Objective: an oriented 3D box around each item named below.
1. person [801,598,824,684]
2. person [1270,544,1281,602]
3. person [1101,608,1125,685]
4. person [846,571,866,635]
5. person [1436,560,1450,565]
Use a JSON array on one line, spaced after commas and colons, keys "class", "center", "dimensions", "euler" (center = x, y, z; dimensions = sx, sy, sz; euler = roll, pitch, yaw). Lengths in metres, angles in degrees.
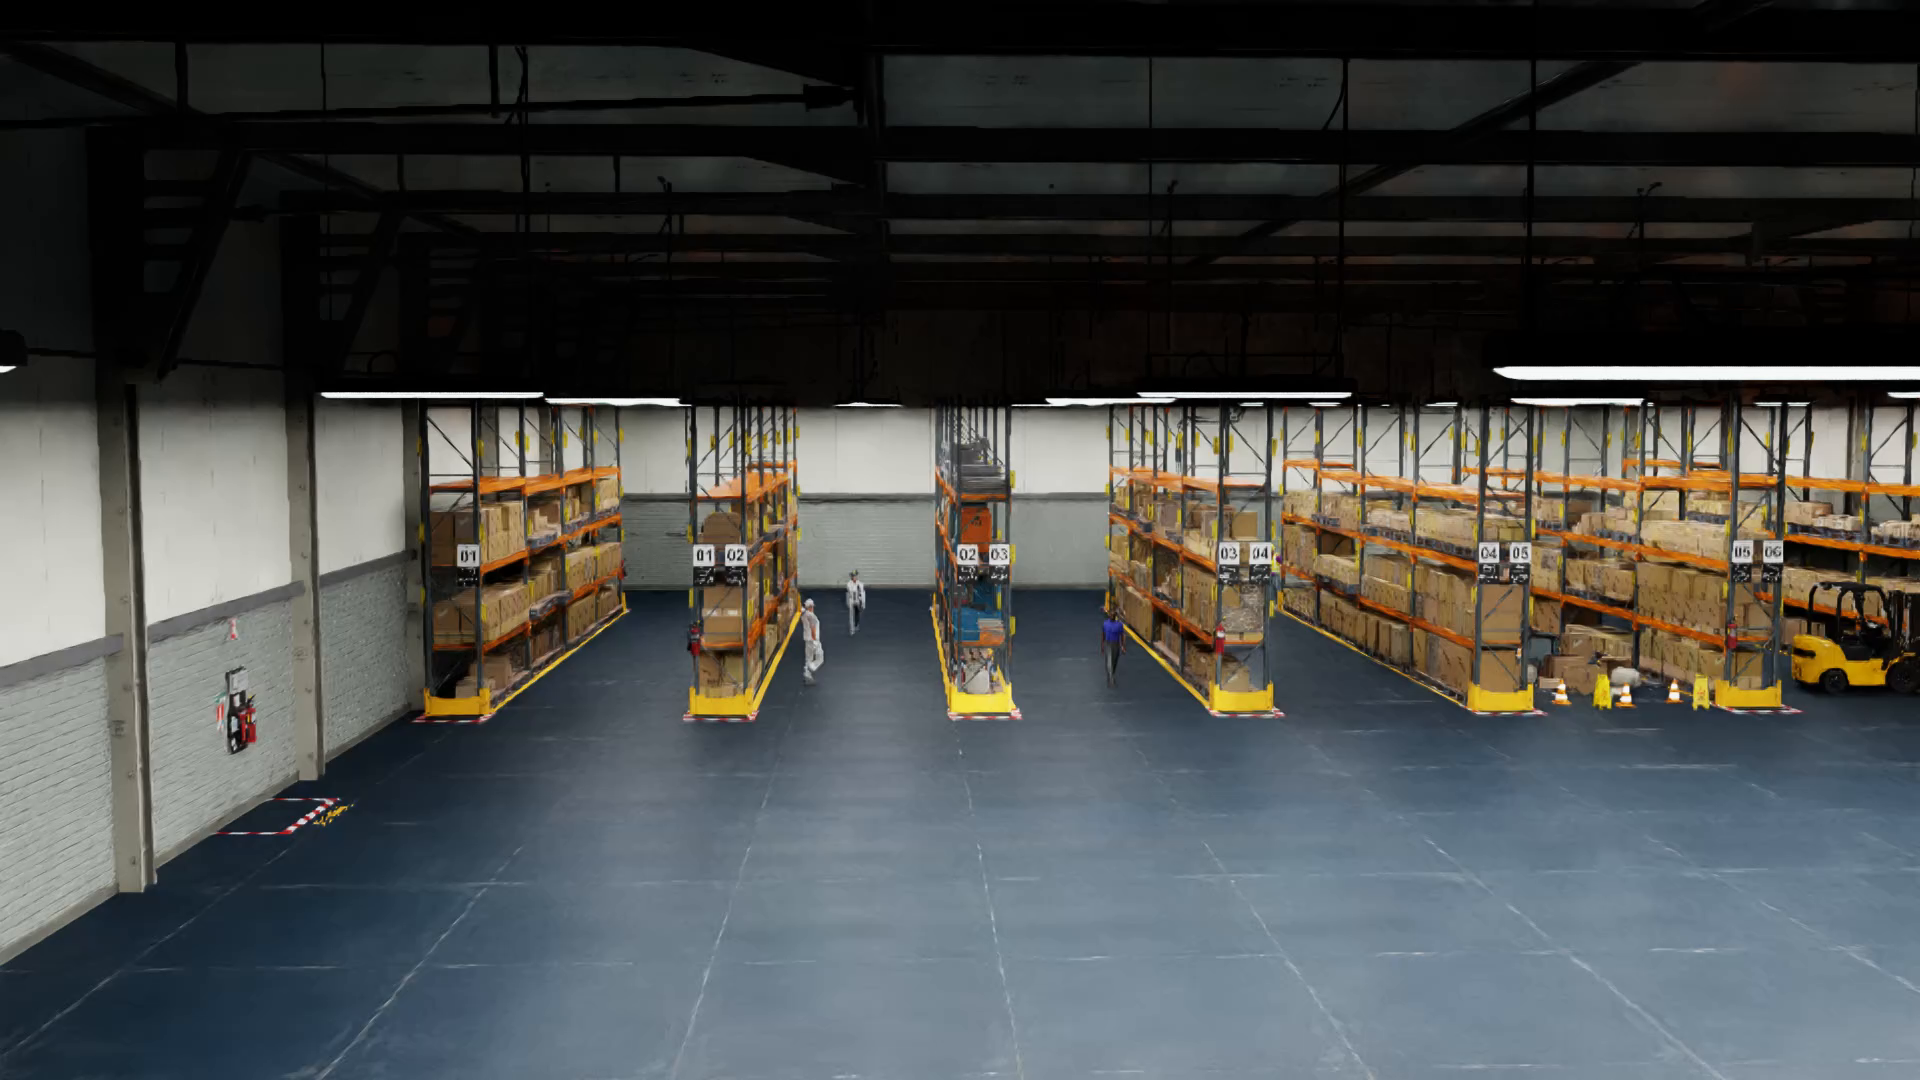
[{"class": "person", "center": [-3.111, 2.107, 34.595], "dimensions": [0.444, 1.786, 0.598], "euler": [-2, 5, -28]}, {"class": "person", "center": [9.296, 0.975, 49.274], "dimensions": [0.613, 1.756, 0.581], "euler": [3, 5, 34]}, {"class": "person", "center": [3.190, 2.230, 34.609], "dimensions": [0.461, 1.526, 0.986], "euler": [0, 5, -4]}, {"class": "person", "center": [-2.650, 1.576, 42.290], "dimensions": [0.502, 1.624, 0.997], "euler": [0, 5, -3]}, {"class": "person", "center": [14.926, 0.856, 51.246], "dimensions": [0.407, 1.658, 0.576], "euler": [-4, 6, -40]}]
